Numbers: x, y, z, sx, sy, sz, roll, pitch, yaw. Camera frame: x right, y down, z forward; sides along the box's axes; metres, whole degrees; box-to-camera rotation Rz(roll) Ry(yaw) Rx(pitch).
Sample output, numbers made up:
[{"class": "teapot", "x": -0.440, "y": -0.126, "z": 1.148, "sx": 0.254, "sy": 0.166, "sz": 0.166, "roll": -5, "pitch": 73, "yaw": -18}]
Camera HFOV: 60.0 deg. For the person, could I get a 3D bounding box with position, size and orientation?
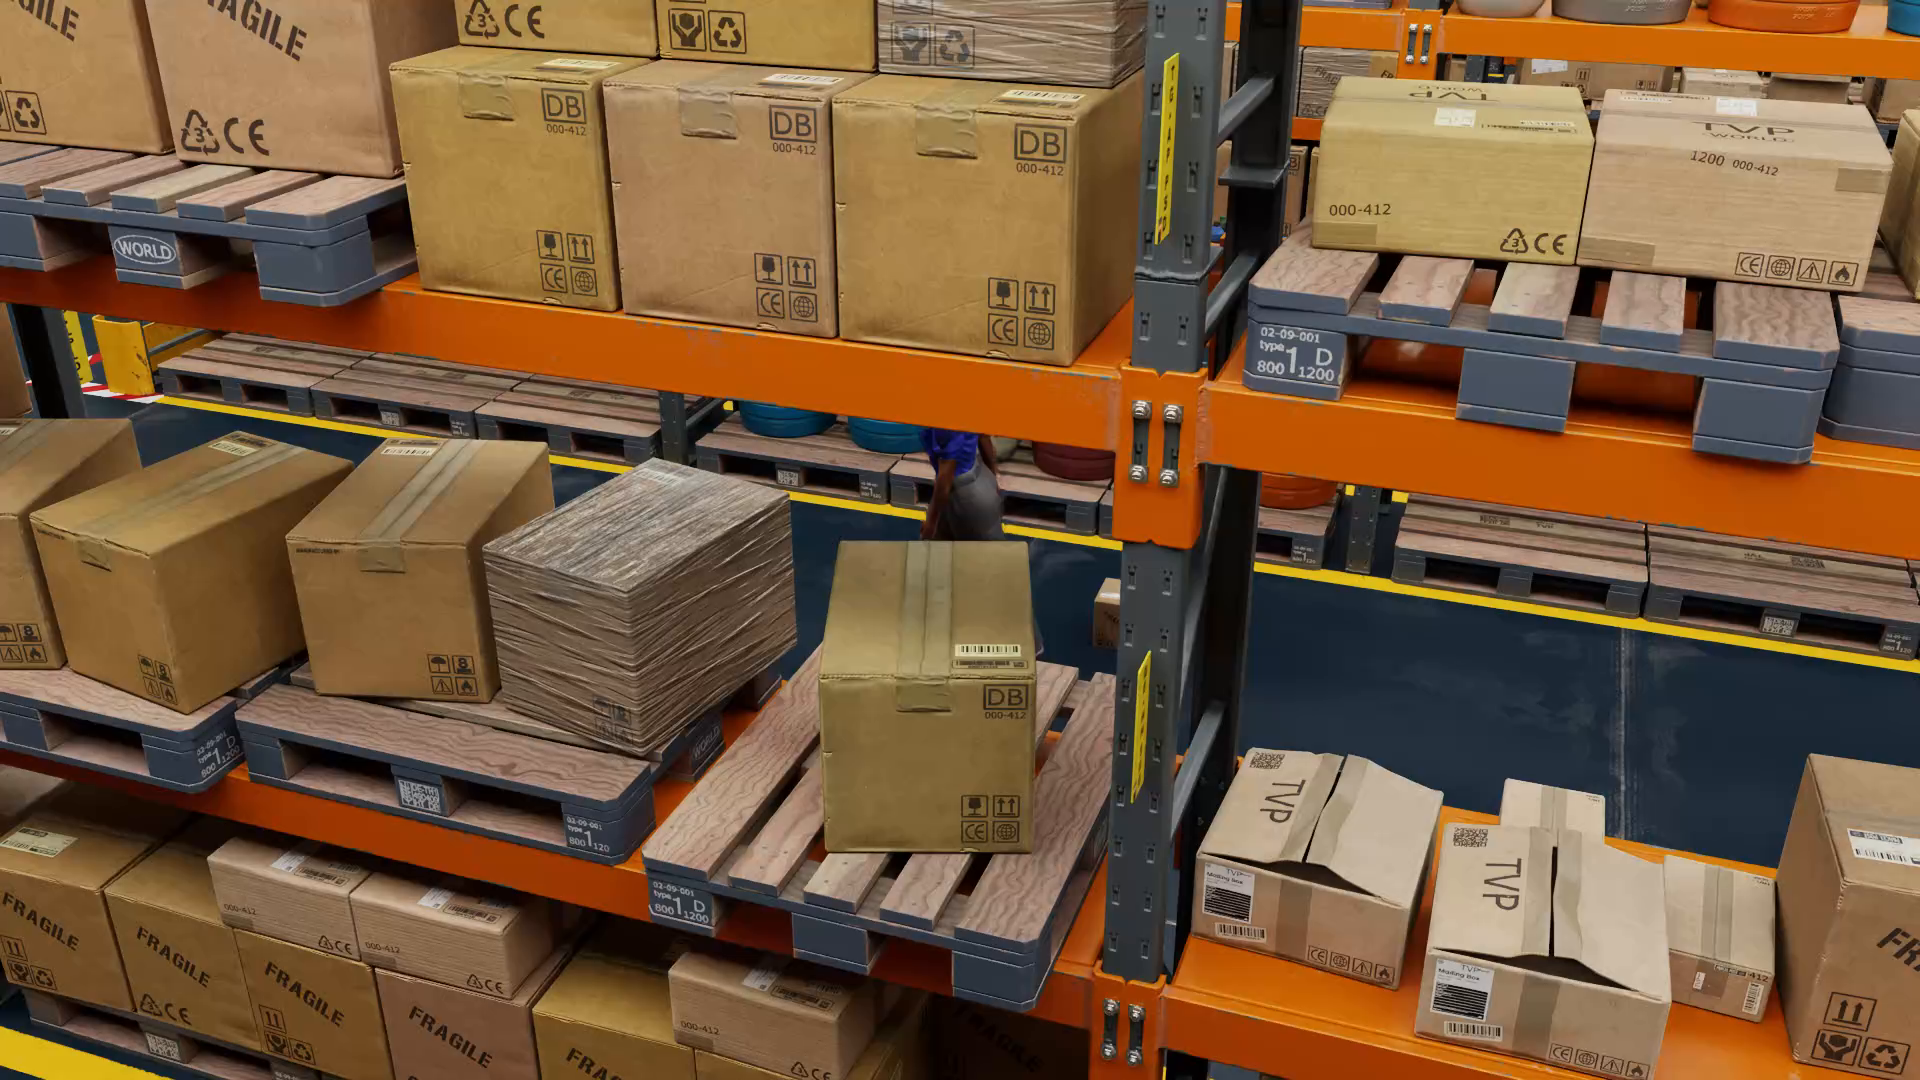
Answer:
[{"class": "person", "x": -0.029, "y": -0.175, "z": 7.496, "sx": 0.846, "sy": 1.616, "sz": 0.476, "roll": 2, "pitch": 26, "yaw": 4}]
